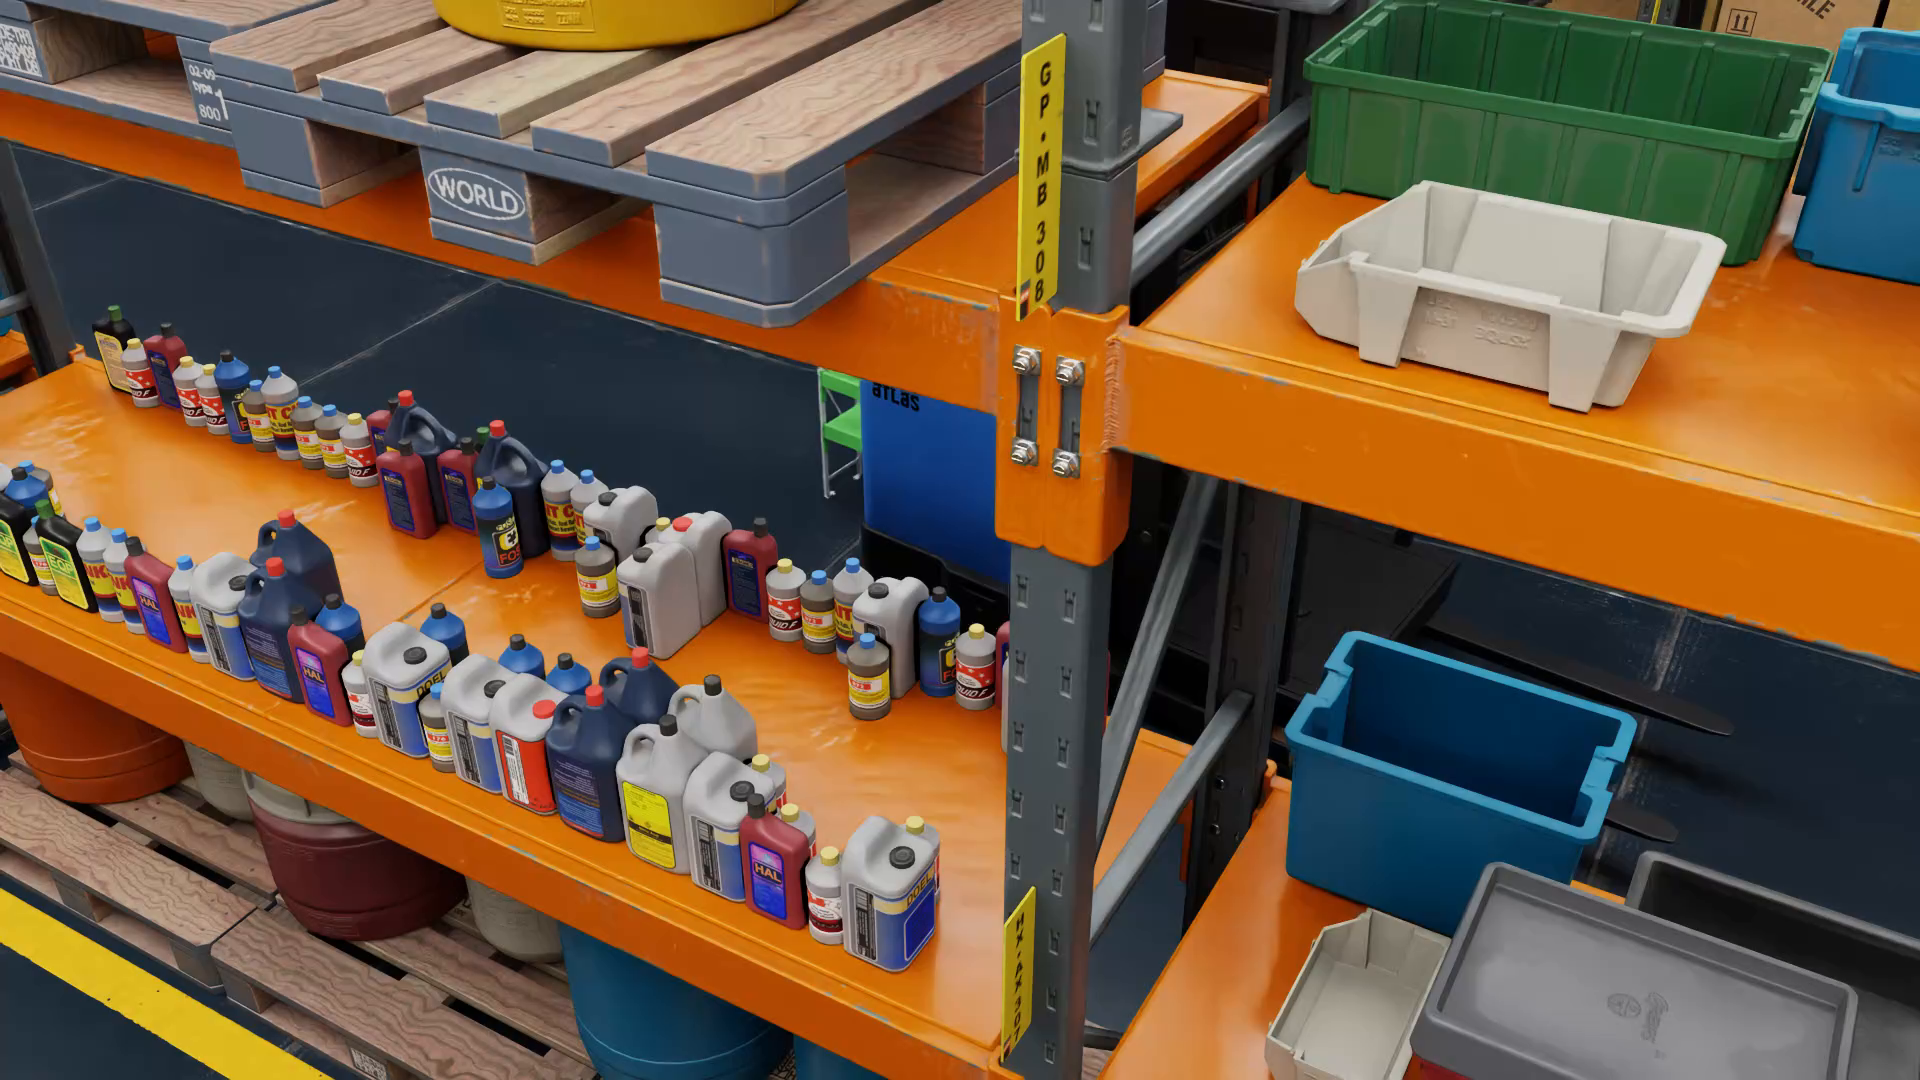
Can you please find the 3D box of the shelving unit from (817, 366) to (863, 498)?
[{"bbox_3d":[-0.299,-0.651,6.645,0.503,1.200,0.258,22,39,29],"label":"shelving unit"}]

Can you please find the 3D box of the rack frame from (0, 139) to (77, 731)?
[{"bbox_3d":[-3.103,-0.535,4.847,0.127,3.000,1.000,18,37,24],"label":"rack frame"}]

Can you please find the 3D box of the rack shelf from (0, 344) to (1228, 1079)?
[{"bbox_3d":[-1.367,0.314,4.221,4.000,0.370,1.077,18,37,24],"label":"rack shelf"}]

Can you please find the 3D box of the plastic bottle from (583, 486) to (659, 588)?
[{"bbox_3d":[-0.849,-0.012,4.174,0.135,0.276,0.152,18,37,24],"label":"plastic bottle"}]

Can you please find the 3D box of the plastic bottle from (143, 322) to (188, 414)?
[{"bbox_3d":[-2.340,-0.517,4.925,0.133,0.283,0.061,18,37,24],"label":"plastic bottle"}]

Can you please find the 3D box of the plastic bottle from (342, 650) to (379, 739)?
[{"bbox_3d":[-1.321,0.336,3.718,0.097,0.201,0.097,0,34,0],"label":"plastic bottle"}]

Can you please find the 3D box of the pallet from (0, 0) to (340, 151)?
[{"bbox_3d":[-1.346,-1.084,3.136,1.213,0.211,1.003,18,37,24],"label":"pallet"}]

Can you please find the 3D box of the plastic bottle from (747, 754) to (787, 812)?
[{"bbox_3d":[-0.405,0.529,3.428,0.097,0.201,0.097,0,34,0],"label":"plastic bottle"}]

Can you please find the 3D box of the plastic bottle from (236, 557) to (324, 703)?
[{"bbox_3d":[-1.547,0.187,3.807,0.185,0.351,0.144,18,37,24],"label":"plastic bottle"}]

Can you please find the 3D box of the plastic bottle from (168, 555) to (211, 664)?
[{"bbox_3d":[-1.798,0.156,3.926,0.097,0.271,0.097,0,34,0],"label":"plastic bottle"}]

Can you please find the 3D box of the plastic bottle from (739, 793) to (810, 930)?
[{"bbox_3d":[-0.357,0.619,3.219,0.133,0.283,0.061,18,37,24],"label":"plastic bottle"}]

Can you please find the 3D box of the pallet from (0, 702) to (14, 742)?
[{"bbox_3d":[-3.757,0.394,5.968,1.213,0.211,1.003,18,37,24],"label":"pallet"}]

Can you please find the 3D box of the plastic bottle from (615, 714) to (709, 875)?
[{"bbox_3d":[-0.591,0.490,3.352,0.185,0.351,0.144,18,37,24],"label":"plastic bottle"}]

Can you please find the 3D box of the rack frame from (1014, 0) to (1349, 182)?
[{"bbox_3d":[0.369,-1.932,1.532,0.127,3.000,1.000,18,37,24],"label":"rack frame"}]

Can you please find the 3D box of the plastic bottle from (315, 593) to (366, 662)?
[{"bbox_3d":[-1.406,0.241,3.798,0.097,0.271,0.097,0,34,0],"label":"plastic bottle"}]

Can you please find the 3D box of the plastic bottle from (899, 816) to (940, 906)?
[{"bbox_3d":[-0.087,0.630,3.277,0.097,0.201,0.097,0,34,0],"label":"plastic bottle"}]

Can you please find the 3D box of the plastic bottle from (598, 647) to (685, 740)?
[{"bbox_3d":[-0.680,0.370,3.533,0.185,0.351,0.144,18,37,24],"label":"plastic bottle"}]

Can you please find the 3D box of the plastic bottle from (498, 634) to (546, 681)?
[{"bbox_3d":[-0.959,0.324,3.673,0.097,0.271,0.097,0,34,0],"label":"plastic bottle"}]

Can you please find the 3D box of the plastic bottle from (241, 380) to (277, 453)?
[{"bbox_3d":[-1.996,-0.362,4.767,0.097,0.201,0.097,0,34,0],"label":"plastic bottle"}]

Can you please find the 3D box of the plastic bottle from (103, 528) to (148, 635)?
[{"bbox_3d":[-1.999,0.092,4.021,0.097,0.271,0.097,0,34,0],"label":"plastic bottle"}]

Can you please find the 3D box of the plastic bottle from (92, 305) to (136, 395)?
[{"bbox_3d":[-2.541,-0.581,5.021,0.133,0.283,0.061,18,37,24],"label":"plastic bottle"}]

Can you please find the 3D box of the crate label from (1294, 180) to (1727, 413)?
[{"bbox_3d":[0.651,-0.300,2.026,0.466,0.136,0.293,18,37,24],"label":"crate label"}]

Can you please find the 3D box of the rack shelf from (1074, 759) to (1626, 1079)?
[{"bbox_3d":[2.106,1.414,2.569,4.000,0.370,1.077,18,37,24],"label":"rack shelf"}]

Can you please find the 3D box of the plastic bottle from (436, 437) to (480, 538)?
[{"bbox_3d":[-1.302,-0.149,4.373,0.133,0.283,0.061,18,37,24],"label":"plastic bottle"}]

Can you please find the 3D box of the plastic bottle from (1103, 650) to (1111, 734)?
[{"bbox_3d":[0.263,0.307,3.687,0.133,0.283,0.061,18,37,24],"label":"plastic bottle"}]

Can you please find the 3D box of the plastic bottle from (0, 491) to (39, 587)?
[{"bbox_3d":[-2.393,-0.026,4.188,0.133,0.283,0.061,18,37,24],"label":"plastic bottle"}]

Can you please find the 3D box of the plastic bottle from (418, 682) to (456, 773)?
[{"bbox_3d":[-1.119,0.400,3.622,0.097,0.201,0.097,0,34,0],"label":"plastic bottle"}]

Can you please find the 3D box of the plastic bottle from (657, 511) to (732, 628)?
[{"bbox_3d":[-0.647,0.051,4.078,0.135,0.276,0.152,18,37,24],"label":"plastic bottle"}]

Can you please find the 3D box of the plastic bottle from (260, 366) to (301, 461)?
[{"bbox_3d":[-1.911,-0.364,4.707,0.097,0.271,0.097,0,34,0],"label":"plastic bottle"}]

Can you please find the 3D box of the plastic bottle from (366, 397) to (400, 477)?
[{"bbox_3d":[-1.548,-0.266,4.549,0.133,0.283,0.061,18,37,24],"label":"plastic bottle"}]

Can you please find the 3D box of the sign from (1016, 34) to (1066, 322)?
[{"bbox_3d":[0.095,-0.423,1.965,0.005,0.325,0.100,18,37,24],"label":"sign"}]

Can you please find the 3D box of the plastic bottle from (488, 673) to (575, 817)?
[{"bbox_3d":[-0.888,0.425,3.518,0.135,0.276,0.152,18,37,24],"label":"plastic bottle"}]

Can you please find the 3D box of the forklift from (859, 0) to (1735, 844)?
[{"bbox_3d":[1.113,-0.770,5.262,3.031,2.935,1.130,22,39,29],"label":"forklift"}]

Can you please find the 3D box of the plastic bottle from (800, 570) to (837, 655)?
[{"bbox_3d":[-0.333,0.165,3.976,0.097,0.201,0.097,0,34,0],"label":"plastic bottle"}]

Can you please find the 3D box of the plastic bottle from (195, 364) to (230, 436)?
[{"bbox_3d":[-2.165,-0.416,4.847,0.097,0.201,0.097,0,34,0],"label":"plastic bottle"}]

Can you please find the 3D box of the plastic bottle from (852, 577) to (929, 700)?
[{"bbox_3d":[-0.161,0.205,3.847,0.135,0.276,0.152,18,37,24],"label":"plastic bottle"}]

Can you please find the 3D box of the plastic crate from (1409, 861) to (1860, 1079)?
[{"bbox_3d":[1.020,0.880,2.611,0.583,0.464,0.402,18,37,24],"label":"plastic crate"}]

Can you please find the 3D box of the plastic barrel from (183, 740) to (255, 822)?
[{"bbox_3d":[-2.136,0.564,5.062,0.421,0.512,0.421,0,34,0],"label":"plastic barrel"}]

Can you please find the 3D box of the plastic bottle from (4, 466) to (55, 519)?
[{"bbox_3d":[-2.369,-0.064,4.256,0.097,0.271,0.097,0,34,0],"label":"plastic bottle"}]

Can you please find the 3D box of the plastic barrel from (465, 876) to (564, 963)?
[{"bbox_3d":[-1.155,0.875,4.596,0.421,0.512,0.421,0,34,0],"label":"plastic barrel"}]

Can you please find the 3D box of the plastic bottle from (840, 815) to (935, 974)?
[{"bbox_3d":[-0.133,0.664,3.159,0.135,0.276,0.152,18,37,24],"label":"plastic bottle"}]

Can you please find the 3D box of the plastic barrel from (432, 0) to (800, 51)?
[{"bbox_3d":[-0.524,-1.090,2.426,0.600,0.588,0.600,0,34,0],"label":"plastic barrel"}]

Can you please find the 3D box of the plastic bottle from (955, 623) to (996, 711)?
[{"bbox_3d":[0.038,0.282,3.800,0.097,0.201,0.097,0,34,0],"label":"plastic bottle"}]

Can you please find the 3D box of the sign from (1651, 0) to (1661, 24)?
[{"bbox_3d":[2.558,-2.031,6.050,0.005,0.325,0.100,18,37,24],"label":"sign"}]

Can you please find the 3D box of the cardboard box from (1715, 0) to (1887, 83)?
[{"bbox_3d":[3.100,-2.010,6.070,0.500,0.500,0.500,19,38,26],"label":"cardboard box"}]

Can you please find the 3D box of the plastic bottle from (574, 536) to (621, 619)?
[{"bbox_3d":[-0.894,0.084,4.097,0.097,0.201,0.097,0,34,0],"label":"plastic bottle"}]

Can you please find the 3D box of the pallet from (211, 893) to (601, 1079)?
[{"bbox_3d":[-1.343,1.158,4.820,1.213,0.211,1.003,18,37,24],"label":"pallet"}]

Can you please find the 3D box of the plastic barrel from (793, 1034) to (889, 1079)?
[{"bbox_3d":[-0.094,1.106,3.897,0.708,0.901,0.600,18,37,24],"label":"plastic barrel"}]

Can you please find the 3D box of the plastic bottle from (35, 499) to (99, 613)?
[{"bbox_3d":[-2.192,0.038,4.093,0.133,0.283,0.061,18,37,24],"label":"plastic bottle"}]

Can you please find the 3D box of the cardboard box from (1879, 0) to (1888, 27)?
[{"bbox_3d":[3.398,-2.261,6.447,0.500,0.500,0.500,18,38,25],"label":"cardboard box"}]

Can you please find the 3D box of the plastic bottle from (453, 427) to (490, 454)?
[{"bbox_3d":[-1.272,-0.179,4.417,0.133,0.283,0.061,18,37,24],"label":"plastic bottle"}]

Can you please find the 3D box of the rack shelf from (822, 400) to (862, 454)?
[{"bbox_3d":[-0.299,-0.398,6.813,0.480,0.148,0.258,22,39,29],"label":"rack shelf"}]

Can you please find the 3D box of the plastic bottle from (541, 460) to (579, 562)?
[{"bbox_3d":[-1.020,-0.082,4.283,0.097,0.271,0.097,0,34,0],"label":"plastic bottle"}]

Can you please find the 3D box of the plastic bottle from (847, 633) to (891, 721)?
[{"bbox_3d":[-0.207,0.302,3.770,0.097,0.201,0.097,0,34,0],"label":"plastic bottle"}]

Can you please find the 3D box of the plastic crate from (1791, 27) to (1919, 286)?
[{"bbox_3d":[1.318,-0.517,2.265,0.300,0.233,0.416,18,37,24],"label":"plastic crate"}]

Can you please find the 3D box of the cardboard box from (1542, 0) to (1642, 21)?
[{"bbox_3d":[2.530,-2.272,6.986,0.500,0.500,0.700,6,34,9],"label":"cardboard box"}]

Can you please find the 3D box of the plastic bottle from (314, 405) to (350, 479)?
[{"bbox_3d":[-1.742,-0.282,4.646,0.097,0.201,0.097,0,34,0],"label":"plastic bottle"}]

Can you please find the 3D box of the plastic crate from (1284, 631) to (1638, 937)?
[{"bbox_3d":[0.944,0.511,3.237,0.575,0.384,0.392,18,37,24],"label":"plastic crate"}]
